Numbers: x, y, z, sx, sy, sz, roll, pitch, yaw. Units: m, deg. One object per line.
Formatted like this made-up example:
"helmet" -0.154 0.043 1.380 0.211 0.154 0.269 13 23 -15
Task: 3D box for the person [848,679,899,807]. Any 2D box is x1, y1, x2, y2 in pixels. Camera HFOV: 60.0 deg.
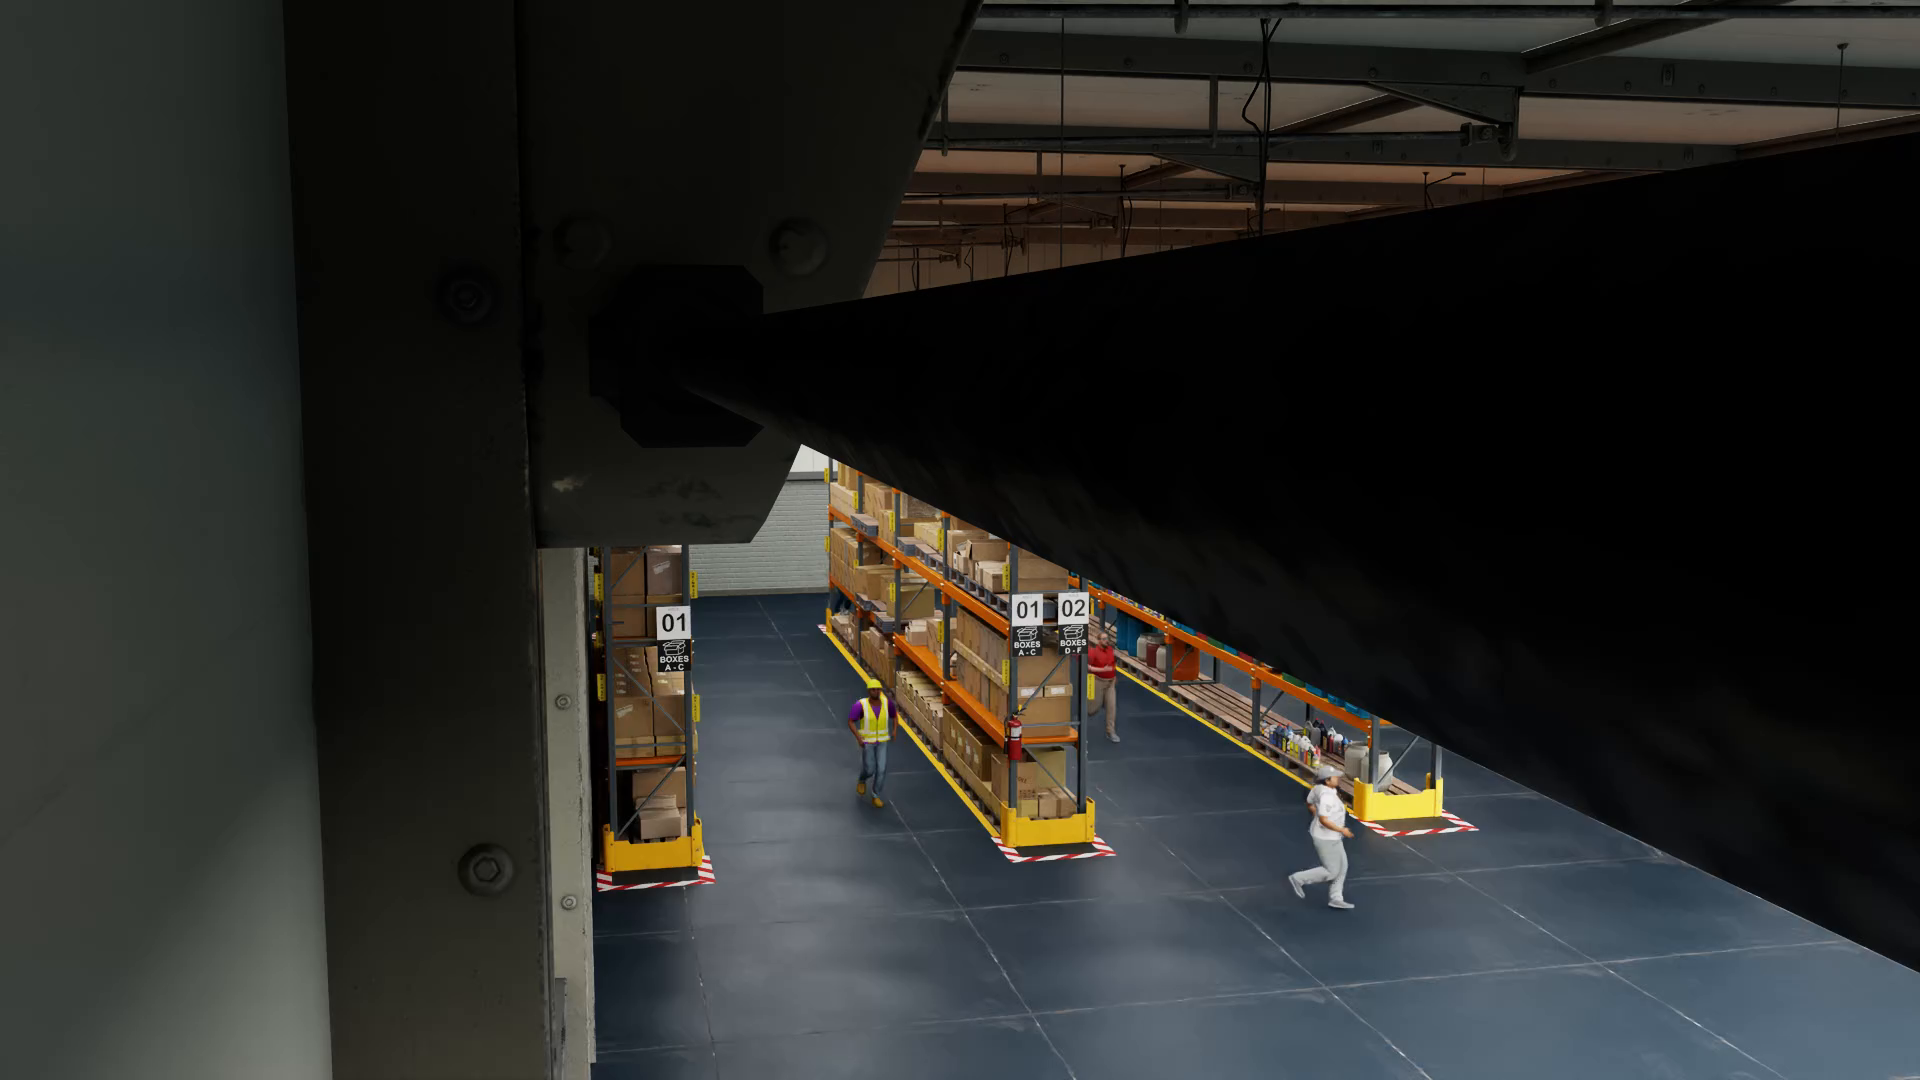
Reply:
"person" -1.181 2.762 22.911 0.723 1.743 0.644 -2 7 -18

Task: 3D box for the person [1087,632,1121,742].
"person" 2.248 2.311 26.577 0.680 1.714 0.926 -4 8 -33

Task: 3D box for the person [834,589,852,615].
"person" -2.632 1.005 38.232 0.644 1.564 0.511 4 8 29

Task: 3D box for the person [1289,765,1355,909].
"person" 4.057 3.330 18.610 0.754 1.647 0.611 1 7 5
